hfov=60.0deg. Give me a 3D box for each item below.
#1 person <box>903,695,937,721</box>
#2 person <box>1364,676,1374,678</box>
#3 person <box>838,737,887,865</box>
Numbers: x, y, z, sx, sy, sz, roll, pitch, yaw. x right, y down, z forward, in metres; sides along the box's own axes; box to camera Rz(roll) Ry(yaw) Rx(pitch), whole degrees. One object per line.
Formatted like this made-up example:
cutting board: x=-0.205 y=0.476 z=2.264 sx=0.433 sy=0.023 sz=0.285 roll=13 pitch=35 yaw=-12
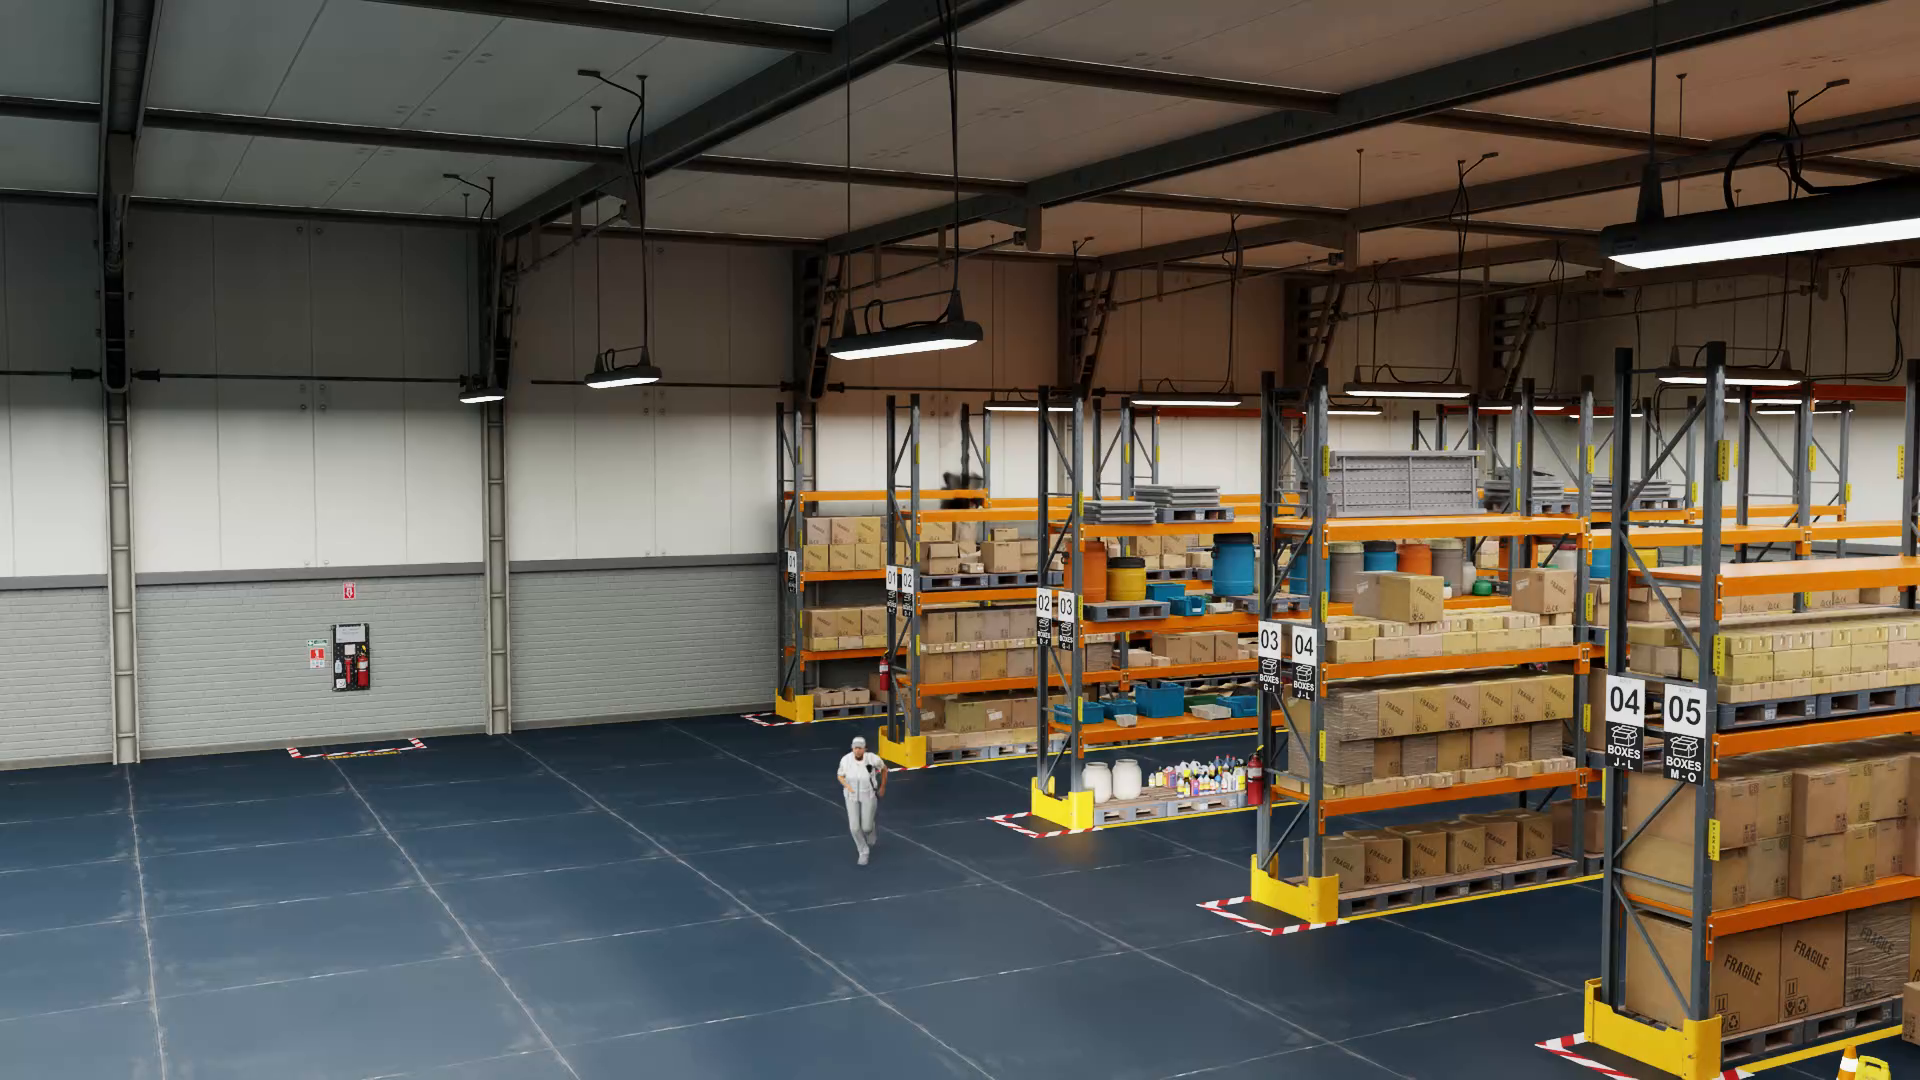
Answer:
person: x=-0.658 y=2.314 z=29.683 sx=0.777 sy=1.808 sz=0.652 roll=-2 pitch=4 yaw=-33
person: x=6.894 y=2.692 z=28.317 sx=0.876 sy=1.767 sz=0.683 roll=-2 pitch=4 yaw=-31
person: x=-1.215 y=3.211 z=20.618 sx=0.586 sy=1.603 sz=0.690 roll=0 pitch=3 yaw=8
